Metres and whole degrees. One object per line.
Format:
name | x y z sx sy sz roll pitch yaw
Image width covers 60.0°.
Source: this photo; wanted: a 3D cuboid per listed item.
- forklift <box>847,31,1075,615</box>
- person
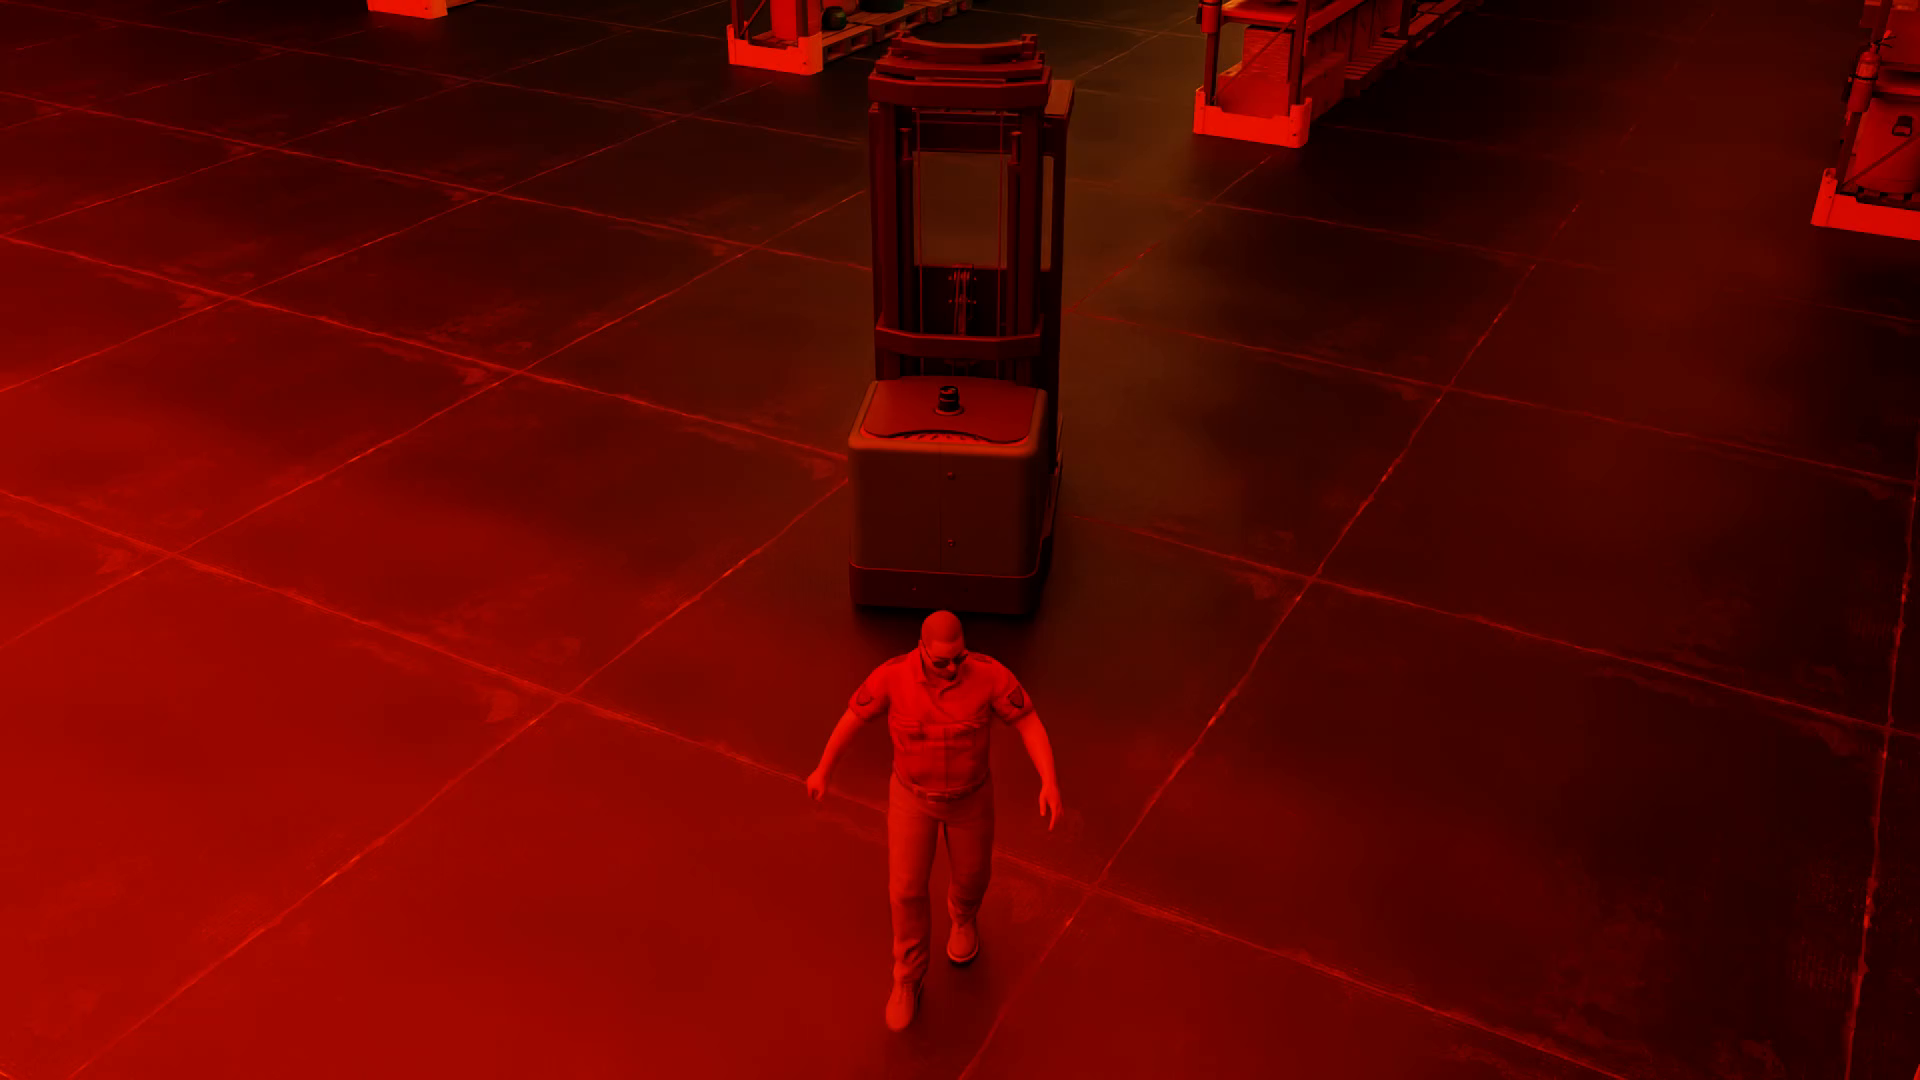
forklift | 0.072 -1.572 9.794 1.130 2.935 3.031 3 30 6
person | -0.110 1.068 6.491 1.010 1.730 0.700 1 30 2
